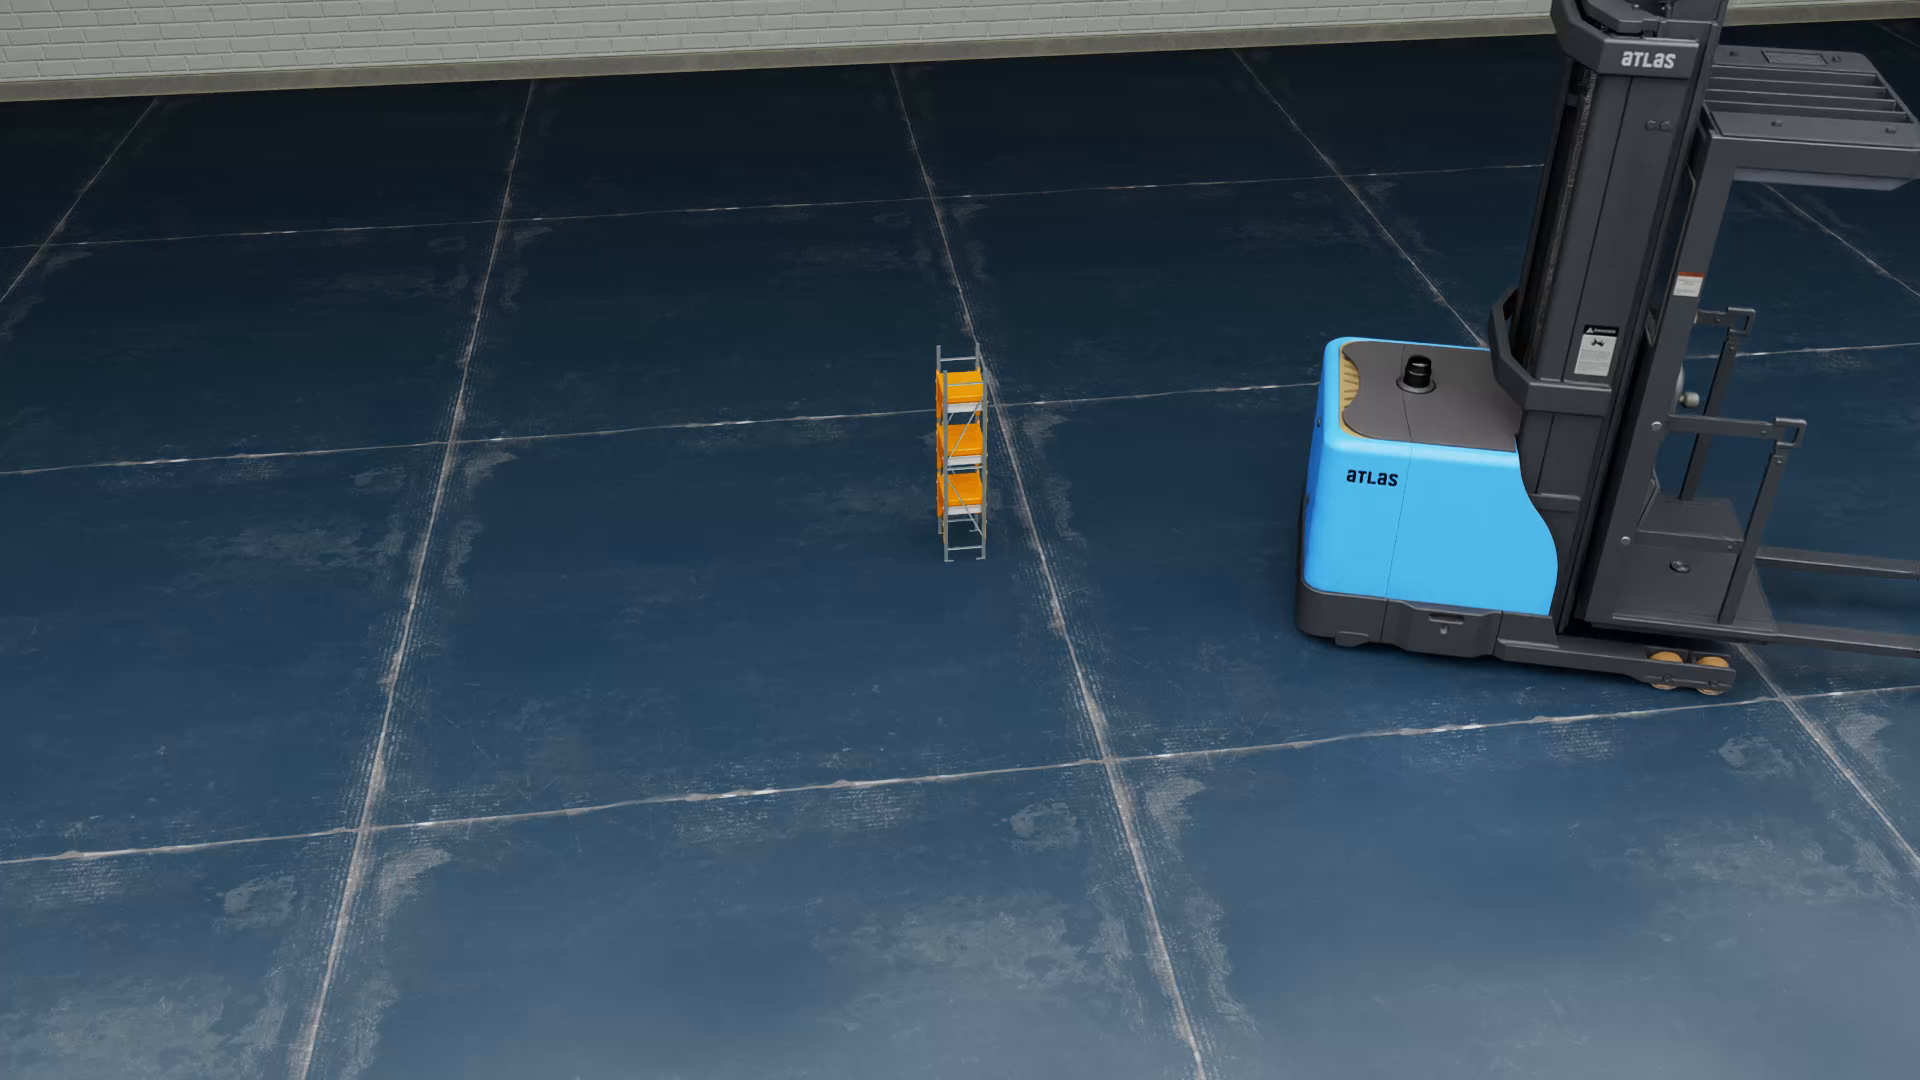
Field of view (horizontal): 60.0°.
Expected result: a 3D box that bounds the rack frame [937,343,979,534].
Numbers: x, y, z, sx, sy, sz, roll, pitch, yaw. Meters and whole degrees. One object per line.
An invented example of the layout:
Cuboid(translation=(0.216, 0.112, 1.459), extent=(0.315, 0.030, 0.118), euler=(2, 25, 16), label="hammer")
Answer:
Cuboid(translation=(-0.009, -0.472, 8.010), extent=(0.200, 1.050, 0.008), euler=(-4, 35, -6), label="rack frame")

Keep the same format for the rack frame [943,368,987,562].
Cuboid(translation=(0.024, -0.336, 7.811), extent=(0.200, 1.050, 0.008), euler=(-4, 35, -6), label="rack frame")

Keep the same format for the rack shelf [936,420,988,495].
Cuboid(translation=(0.007, -0.395, 7.916), extent=(0.215, 0.259, 0.240), euler=(-4, 35, -6), label="rack shelf")

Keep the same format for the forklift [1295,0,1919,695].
Cuboid(translation=(3.094, -0.862, 6.912), extent=(3.031, 2.935, 1.130), euler=(6, 35, 9), label="forklift")

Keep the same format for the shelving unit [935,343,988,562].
Cuboid(translation=(0.007, -0.404, 7.911), extent=(0.215, 1.050, 0.252), euler=(-4, 35, -6), label="shelving unit")

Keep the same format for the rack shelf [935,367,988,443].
Cuboid(translation=(0.007, -0.630, 7.757), extent=(0.215, 0.259, 0.240), euler=(-4, 35, -6), label="rack shelf")

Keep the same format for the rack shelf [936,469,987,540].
Cuboid(translation=(0.007, -0.166, 8.073), extent=(0.215, 0.259, 0.240), euler=(-4, 35, -6), label="rack shelf")
